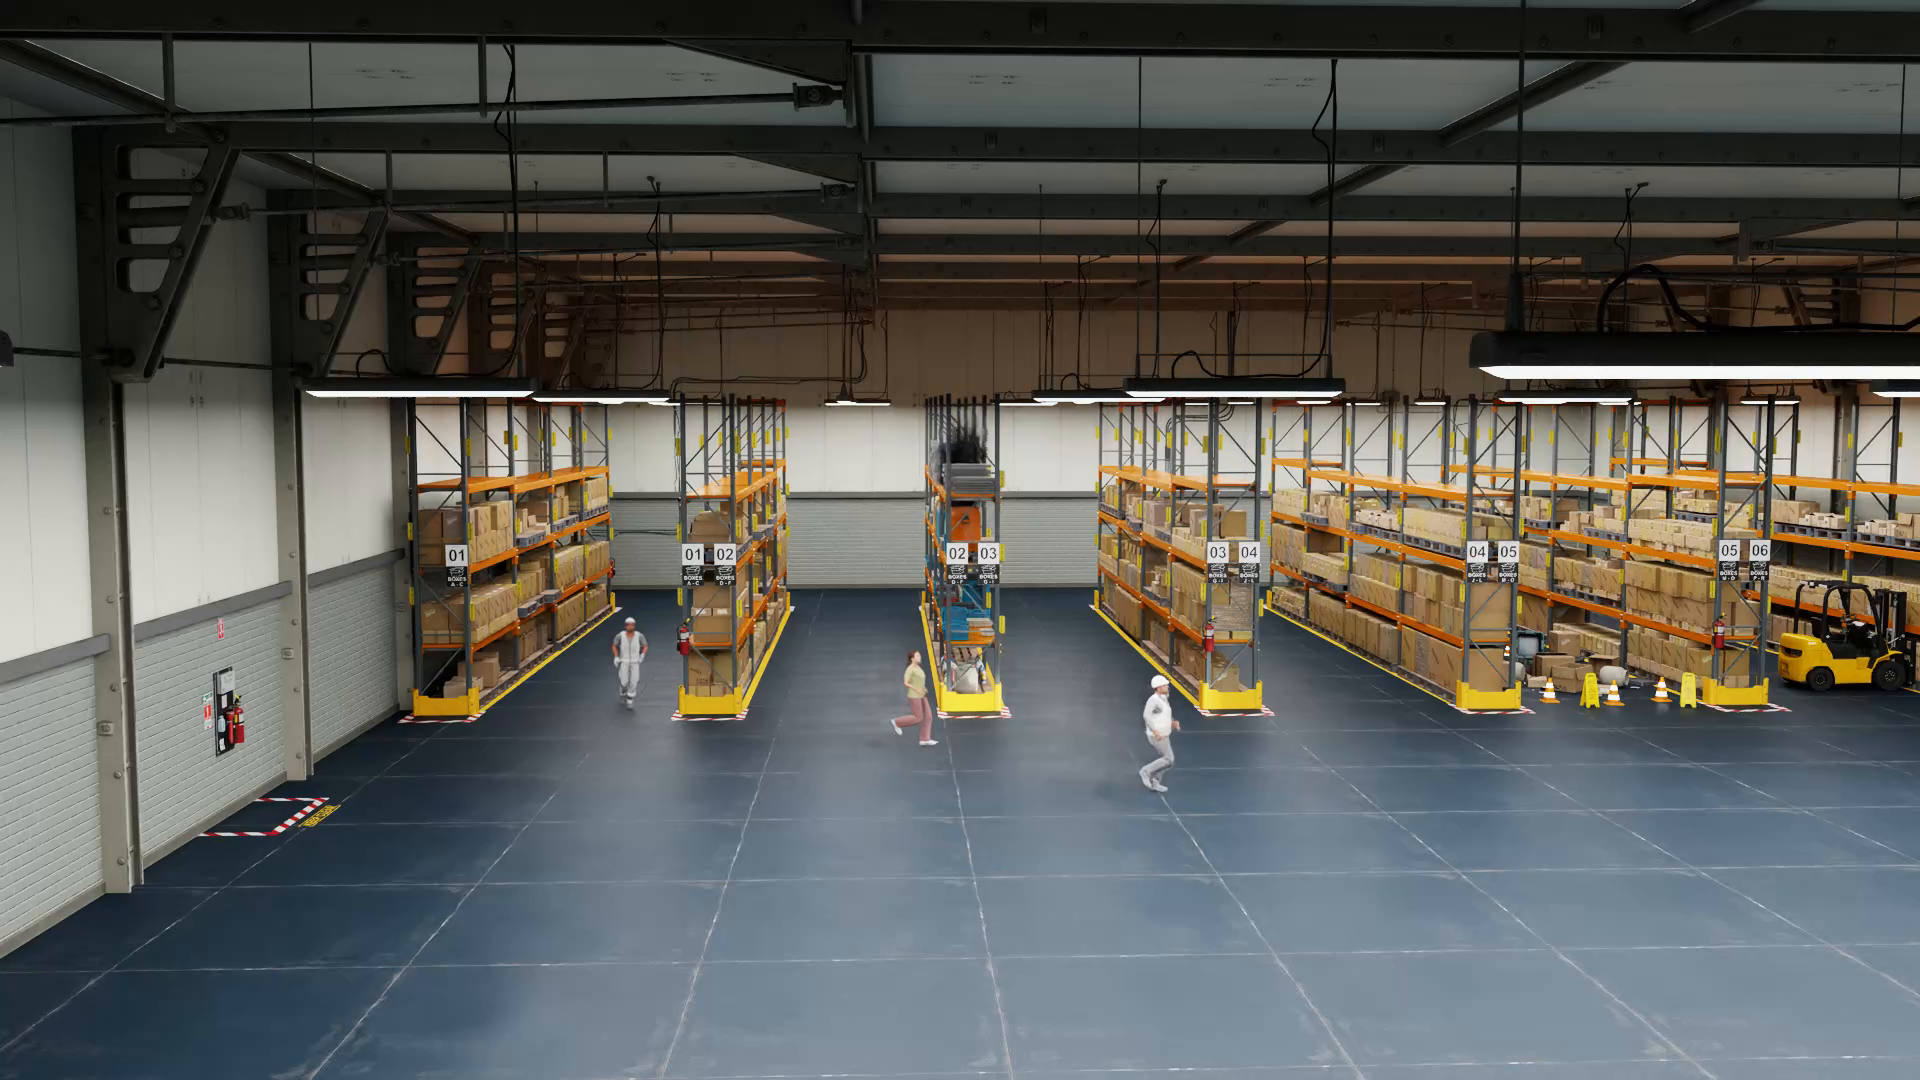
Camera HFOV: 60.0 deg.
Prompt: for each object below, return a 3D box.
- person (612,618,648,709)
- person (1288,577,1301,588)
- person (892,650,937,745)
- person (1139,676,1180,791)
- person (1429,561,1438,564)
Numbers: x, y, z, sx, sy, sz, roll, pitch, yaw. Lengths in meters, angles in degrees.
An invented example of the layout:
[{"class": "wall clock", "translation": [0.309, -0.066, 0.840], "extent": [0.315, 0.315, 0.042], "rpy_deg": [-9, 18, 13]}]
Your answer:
[{"class": "person", "translation": [-6.278, 2.347, 31.714], "extent": [0.667, 1.749, 0.577], "rpy_deg": [-1, 5, -15]}, {"class": "person", "translation": [9.872, 1.015, 49.060], "extent": [0.913, 1.612, 0.630], "rpy_deg": [4, 6, 41]}, {"class": "person", "translation": [-0.760, 2.676, 28.369], "extent": [0.806, 1.631, 0.593], "rpy_deg": [2, 5, 20]}, {"class": "person", "translation": [2.992, 2.893, 24.887], "extent": [0.575, 1.741, 0.675], "rpy_deg": [1, 5, 18]}, {"class": "person", "translation": [14.167, 1.011, 49.461], "extent": [0.741, 1.695, 0.696], "rpy_deg": [2, 5, 21]}]
